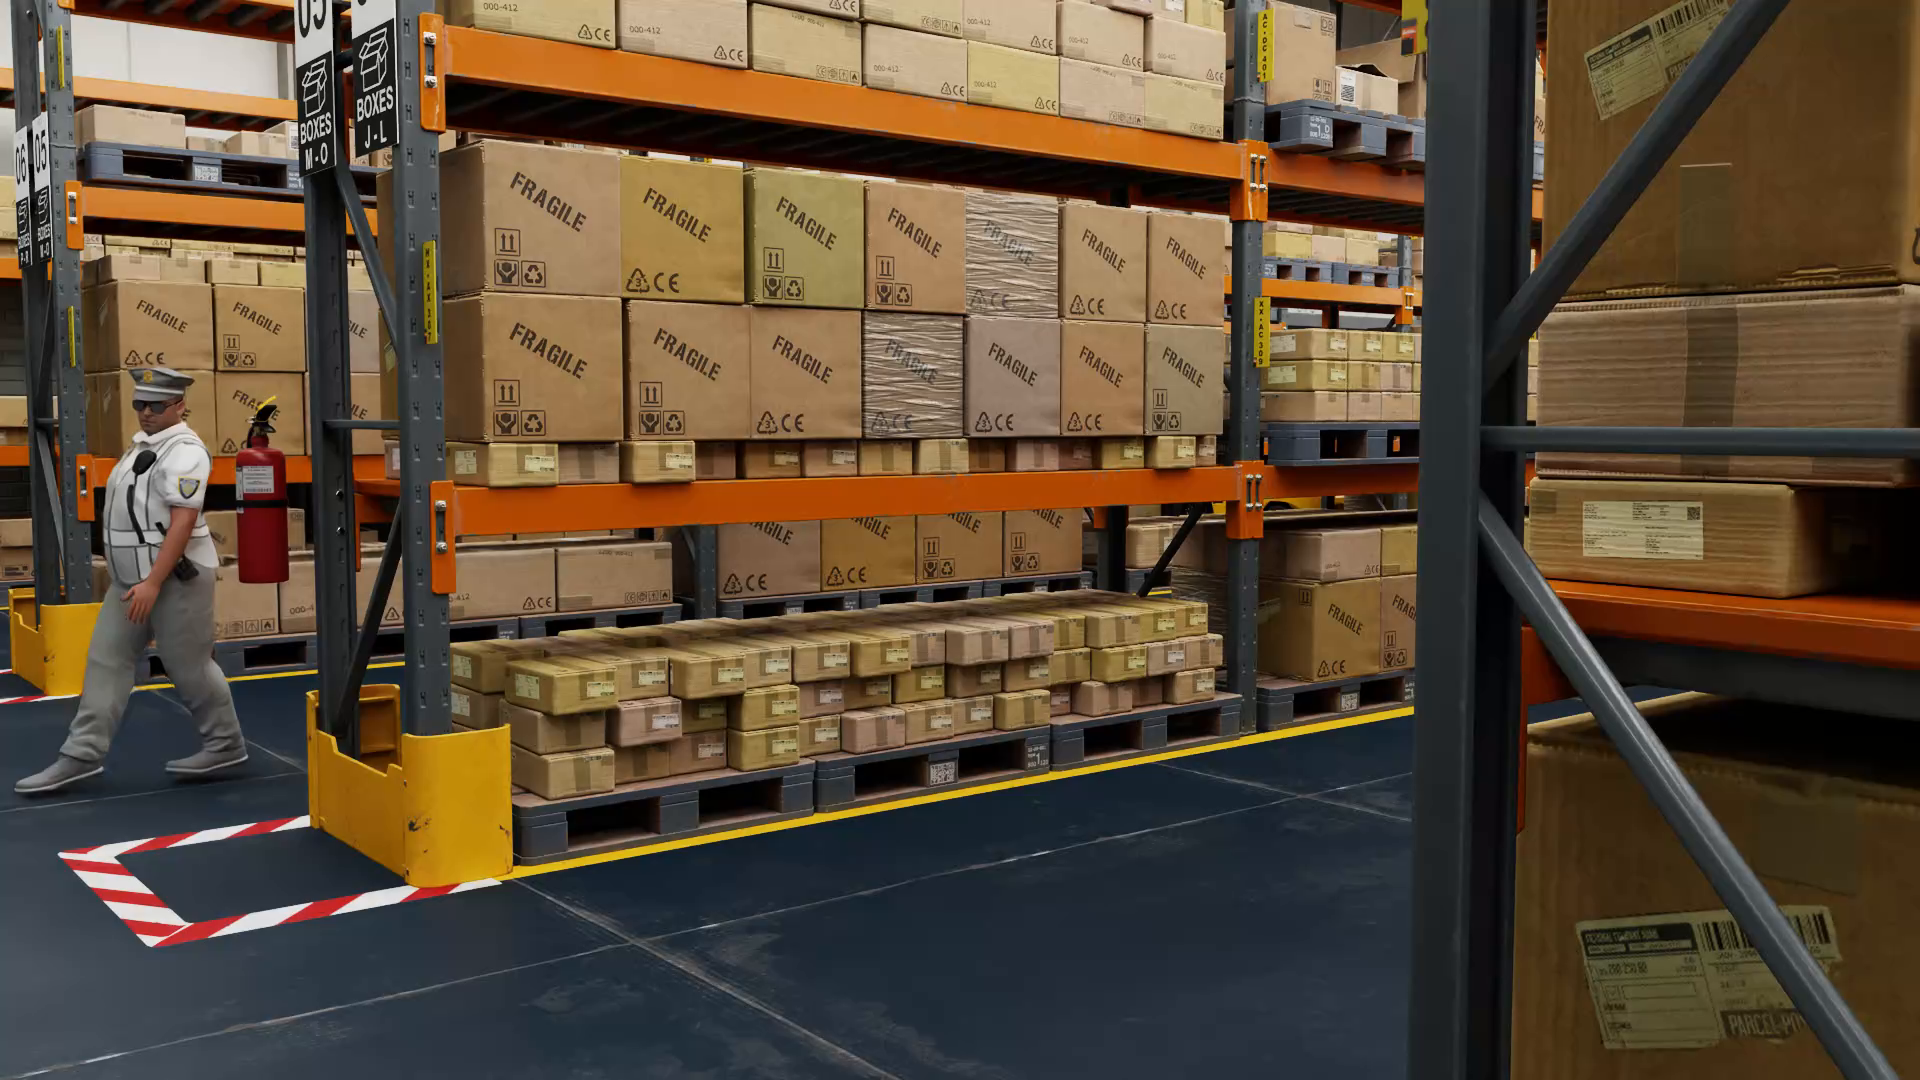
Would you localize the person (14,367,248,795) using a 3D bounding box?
[{"bbox_3d":[-3.350,0.154,6.800,0.585,1.716,0.848,3,5,39],"label":"person"}]
